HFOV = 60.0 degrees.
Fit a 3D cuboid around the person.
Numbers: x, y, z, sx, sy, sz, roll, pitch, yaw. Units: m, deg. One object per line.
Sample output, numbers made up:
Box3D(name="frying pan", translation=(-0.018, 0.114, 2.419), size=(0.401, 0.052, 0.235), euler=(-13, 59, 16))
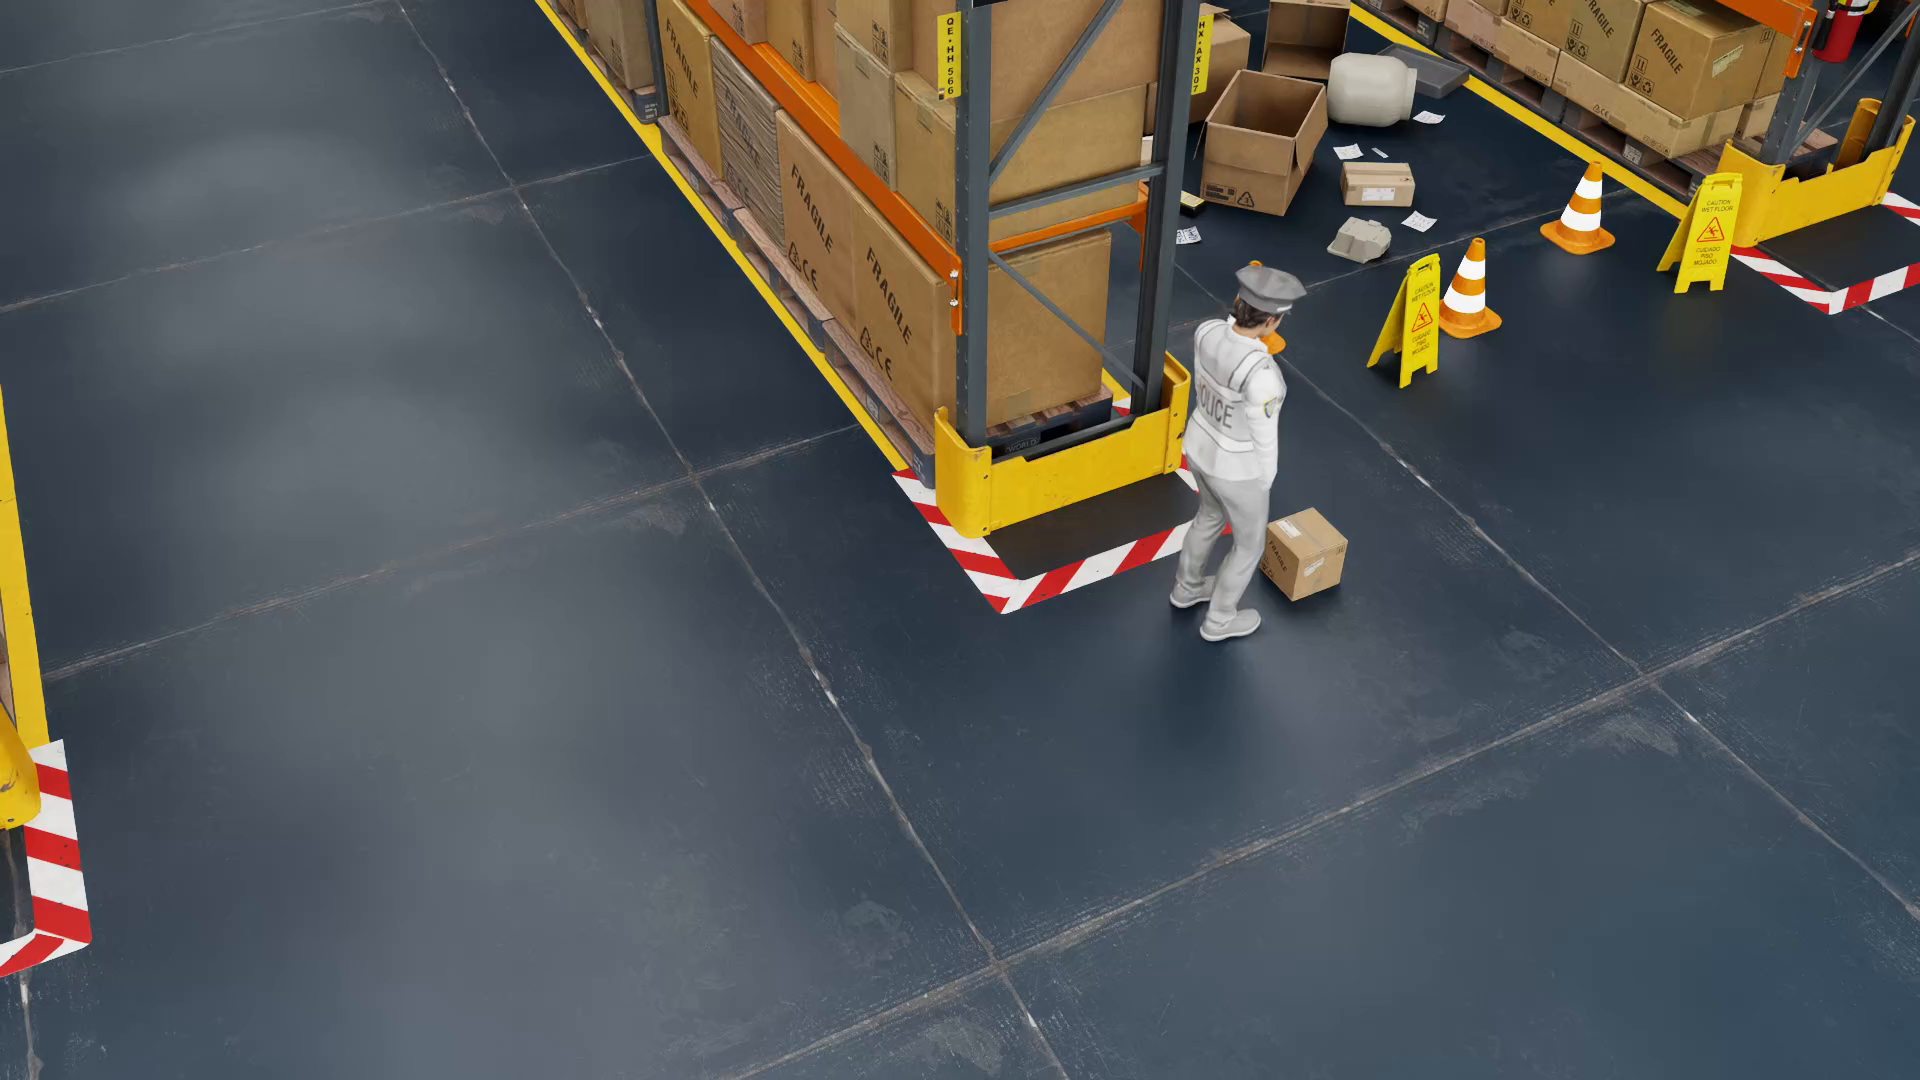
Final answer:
Box3D(name="person", translation=(1.070, -0.328, 6.547), size=(0.377, 1.651, 0.485), euler=(-18, 45, -19))
